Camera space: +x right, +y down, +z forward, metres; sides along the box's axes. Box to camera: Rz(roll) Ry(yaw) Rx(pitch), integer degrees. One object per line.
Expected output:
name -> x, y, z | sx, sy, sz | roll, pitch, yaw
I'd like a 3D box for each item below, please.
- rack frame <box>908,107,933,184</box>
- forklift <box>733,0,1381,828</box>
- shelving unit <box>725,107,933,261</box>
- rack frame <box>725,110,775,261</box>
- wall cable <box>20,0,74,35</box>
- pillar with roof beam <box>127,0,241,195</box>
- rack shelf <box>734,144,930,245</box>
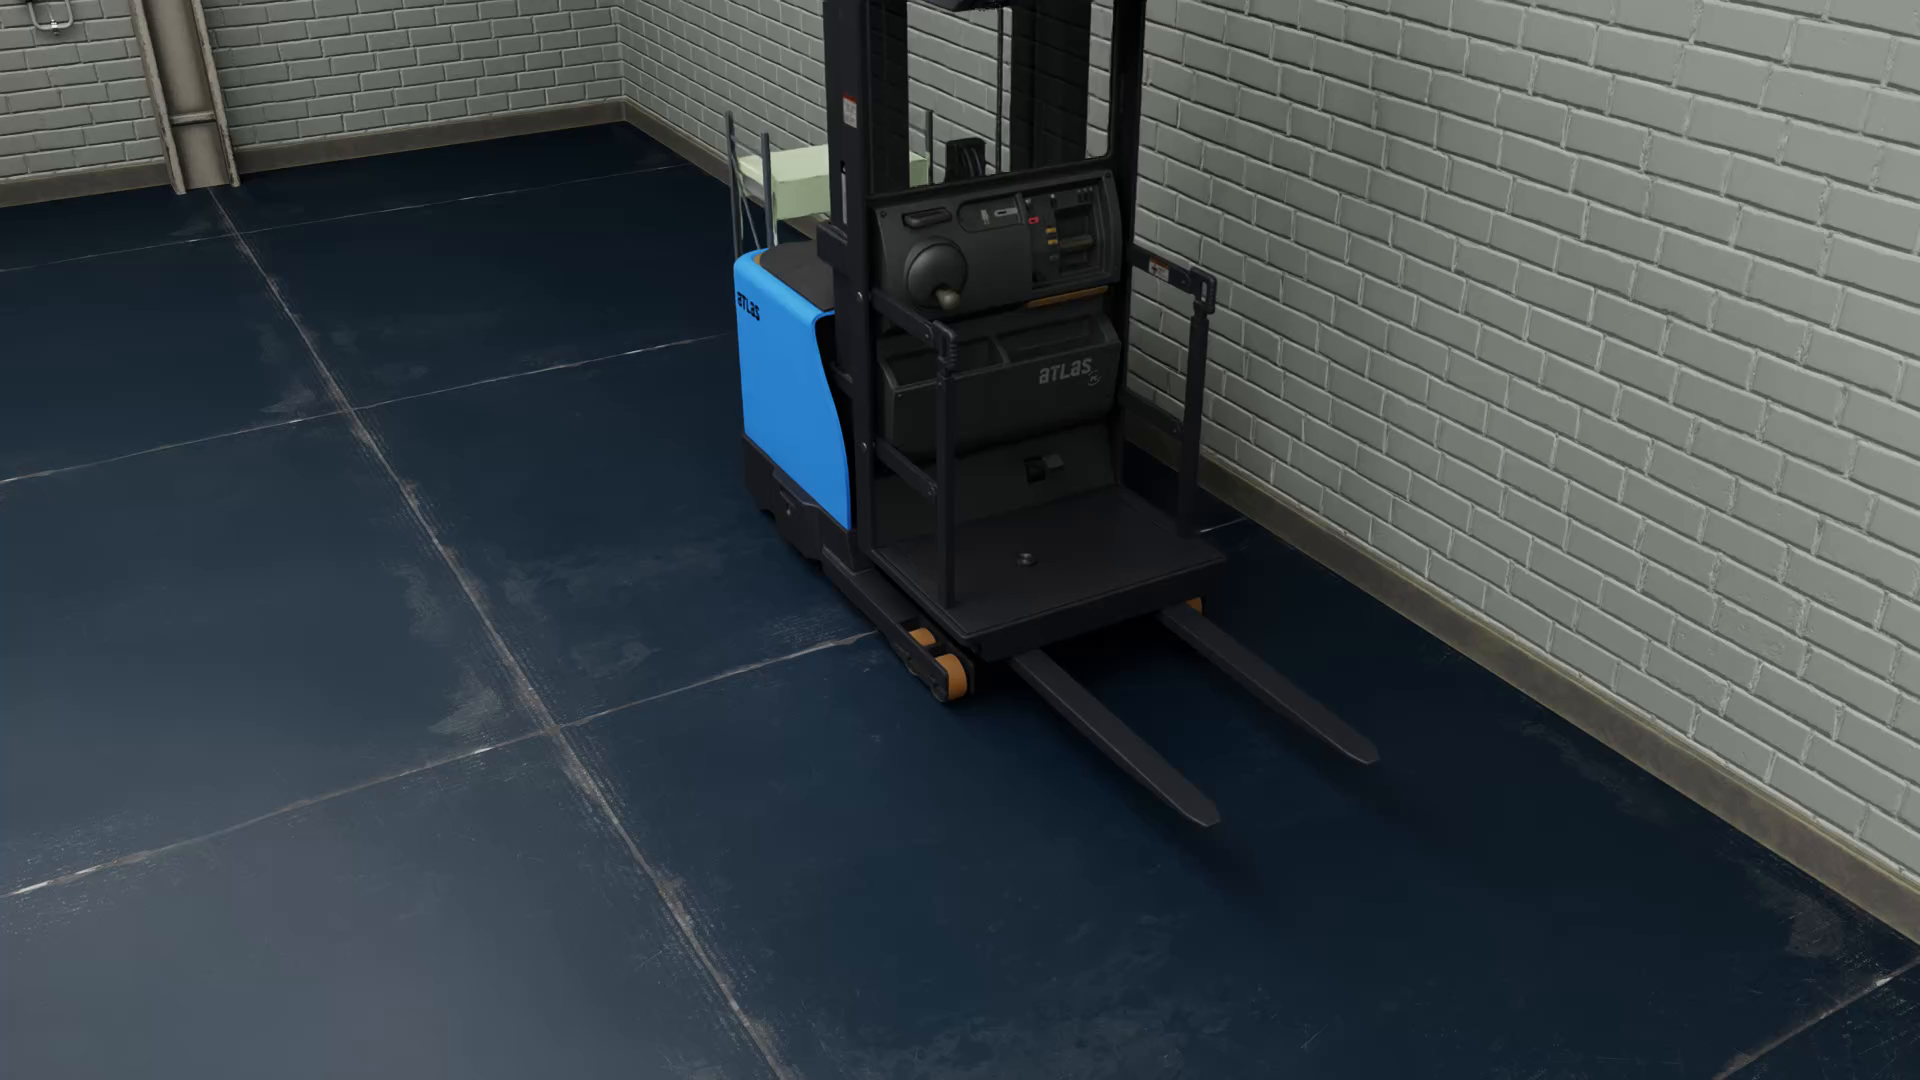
rack frame -> -0.222, -1.201, 7.373 | 0.023, 1.500, 0.400 | -15, 32, -26
forklift -> 0.251, -0.977, 5.487 | 1.130, 2.935, 3.031 | -15, 32, -26
shelving unit -> -0.540, -1.114, 7.214 | 0.755, 1.500, 0.431 | -15, 32, -26
rack frame -> -0.858, -1.027, 7.056 | 0.023, 1.500, 0.400 | -15, 32, -26
wall cable -> -6.267, -3.804, 9.487 | 1.851, 1.984, 0.084 | -16, 33, -26
pillar with roof beam -> -2.821, -4.506, 5.602 | 0.400, 9.000, 9.100 | -16, 33, -26
rack shelf -> -0.541, -1.456, 7.027 | 0.720, 0.370, 0.431 | -15, 32, -26
